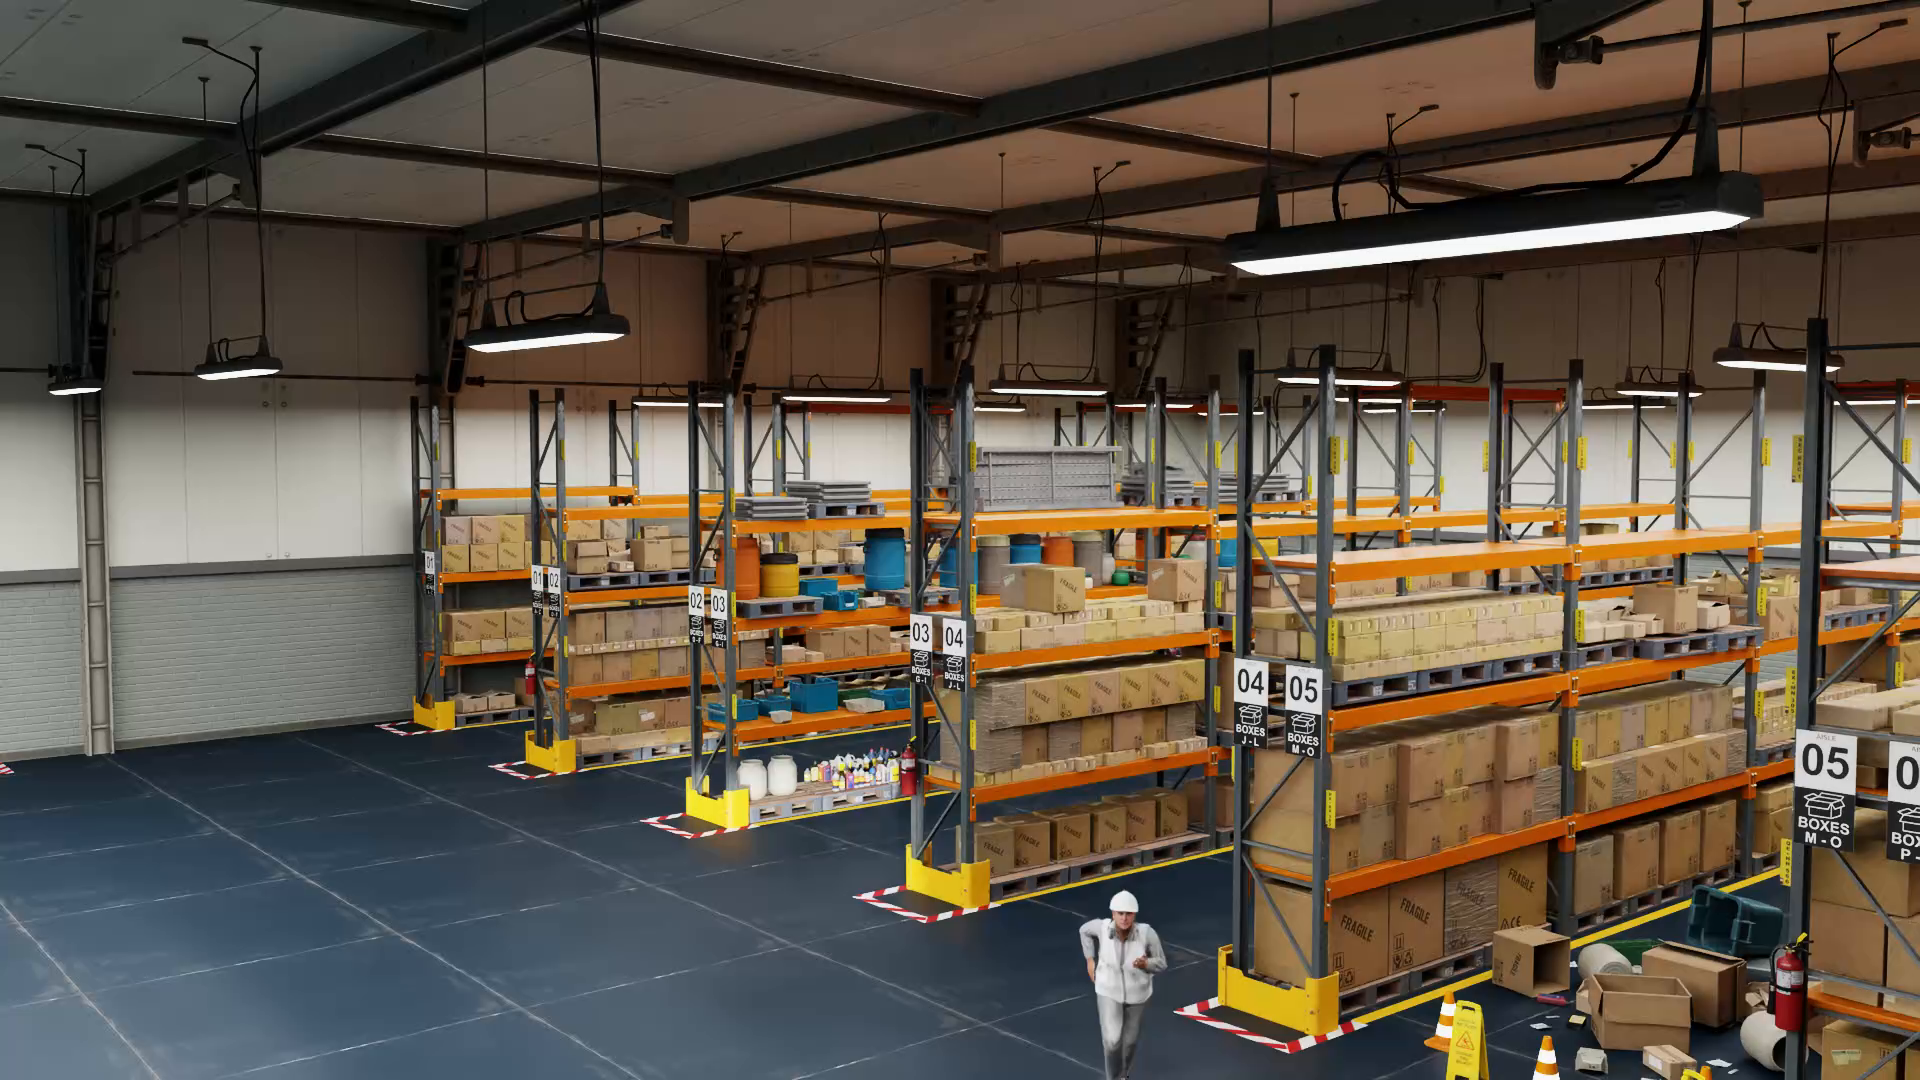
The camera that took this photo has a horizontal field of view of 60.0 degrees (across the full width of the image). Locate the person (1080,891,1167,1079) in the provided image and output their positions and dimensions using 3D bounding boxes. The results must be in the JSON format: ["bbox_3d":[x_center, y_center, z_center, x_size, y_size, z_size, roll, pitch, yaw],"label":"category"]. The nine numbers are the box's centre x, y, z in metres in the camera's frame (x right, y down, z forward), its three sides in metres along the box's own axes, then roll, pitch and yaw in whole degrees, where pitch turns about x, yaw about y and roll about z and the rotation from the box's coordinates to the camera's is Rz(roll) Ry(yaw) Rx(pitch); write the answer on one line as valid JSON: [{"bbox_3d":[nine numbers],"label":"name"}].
[{"bbox_3d":[1.261,3.531,12.894,0.647,1.741,0.922,0,3,0],"label":"person"}]

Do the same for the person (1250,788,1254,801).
[{"bbox_3d":[3.635,3.207,18.914,0.641,1.675,0.790,2,4,36],"label":"person"}]
